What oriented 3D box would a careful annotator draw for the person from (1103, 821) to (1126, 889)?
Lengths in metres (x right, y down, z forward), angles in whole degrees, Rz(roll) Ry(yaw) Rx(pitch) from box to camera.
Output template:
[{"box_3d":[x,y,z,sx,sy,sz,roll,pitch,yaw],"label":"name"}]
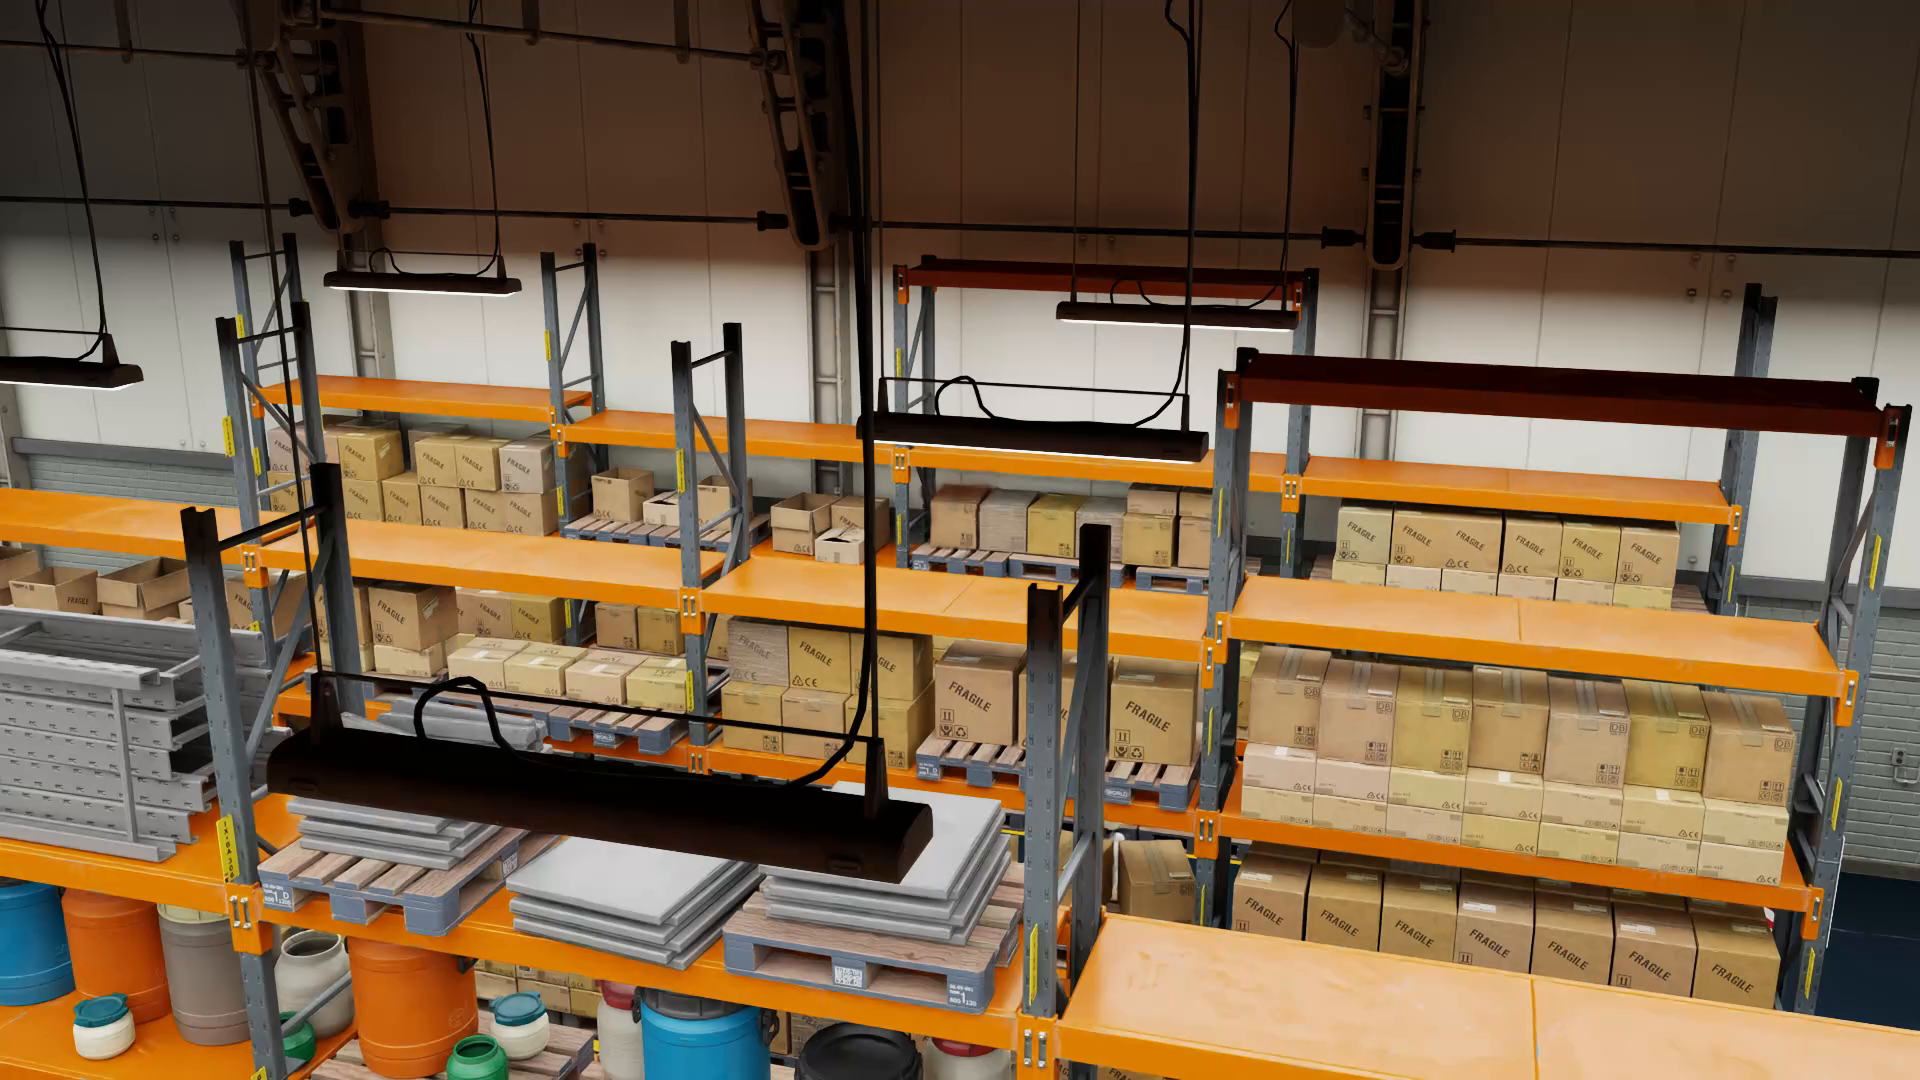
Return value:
[{"box_3d":[1.219,3.126,14.745,1.069,1.711,0.608,6,17,19],"label":"person"}]
